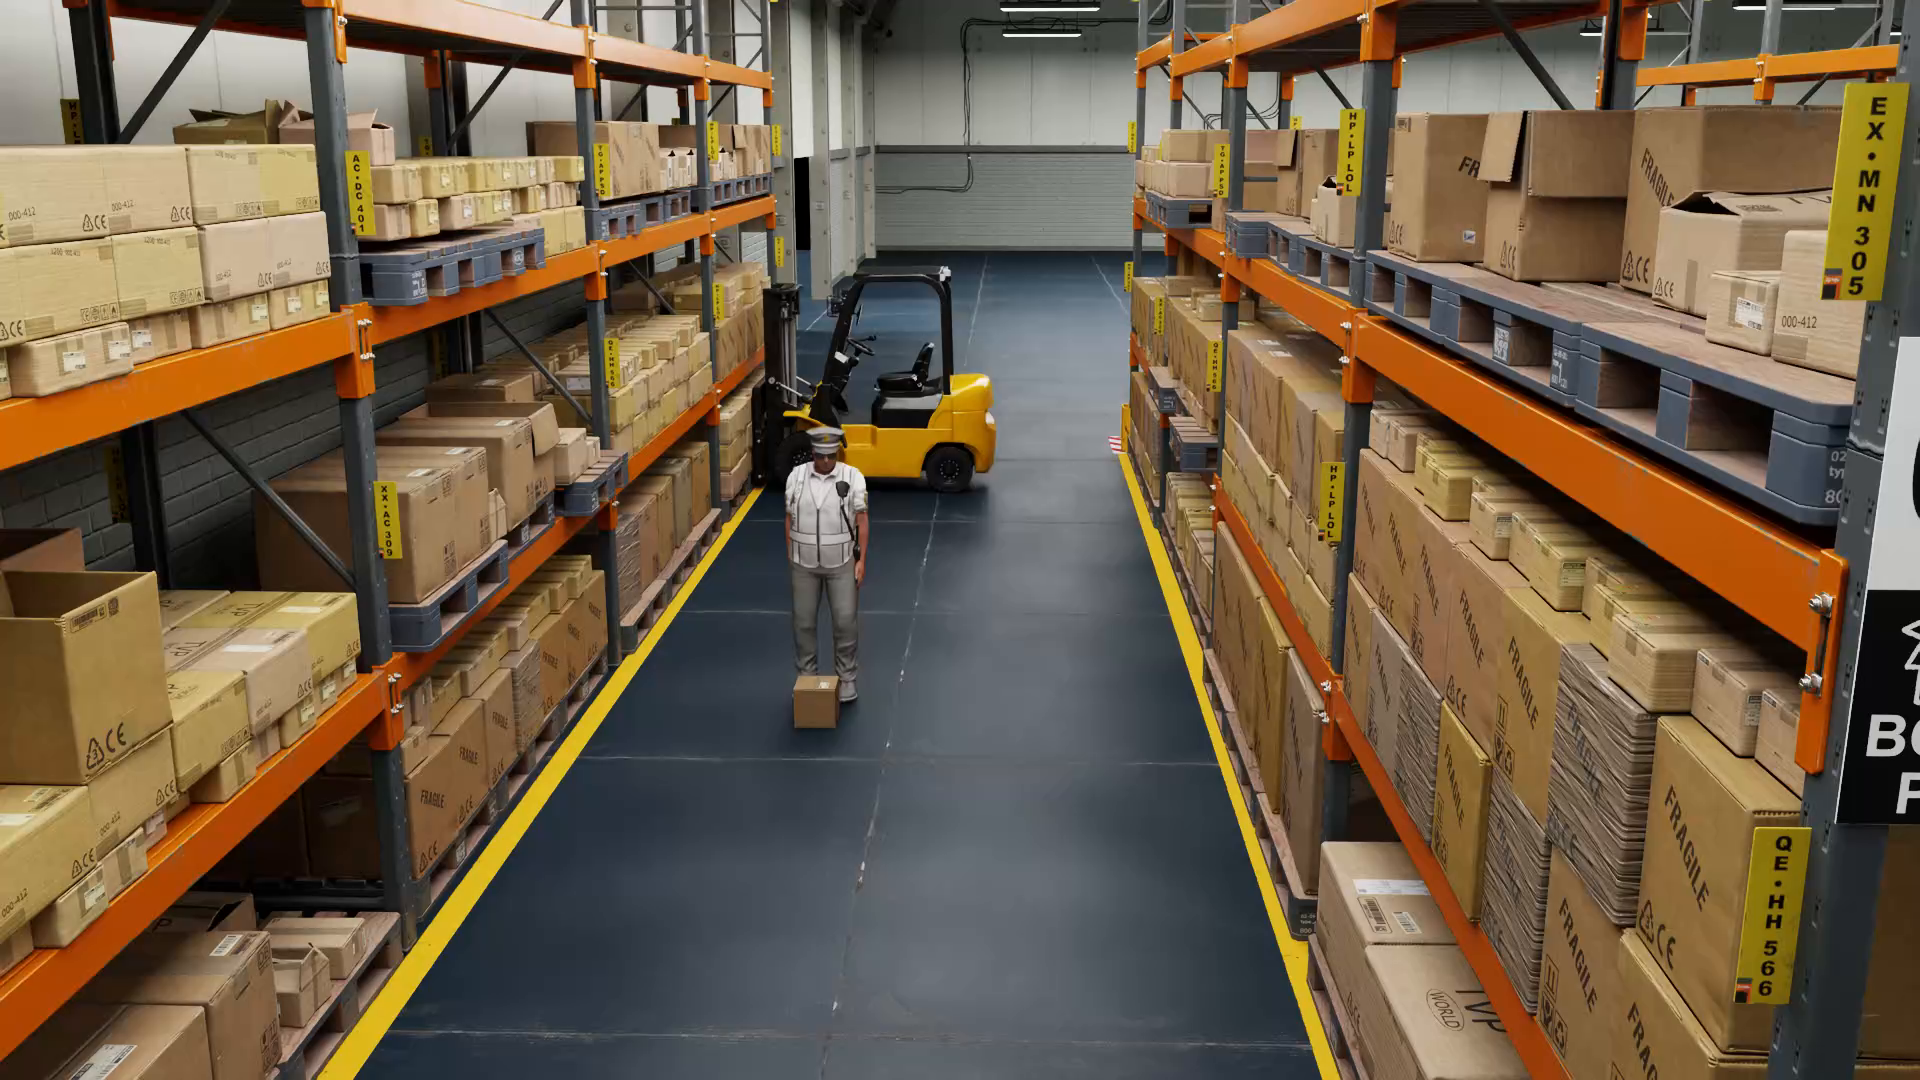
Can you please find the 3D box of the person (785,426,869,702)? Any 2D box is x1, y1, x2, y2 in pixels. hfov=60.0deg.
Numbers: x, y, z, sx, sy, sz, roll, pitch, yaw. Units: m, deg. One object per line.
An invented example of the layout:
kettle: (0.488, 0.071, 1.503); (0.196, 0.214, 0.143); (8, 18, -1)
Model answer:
person: (-0.833, 0.146, 10.425); (0.530, 1.740, 0.391); (1, 14, 3)
